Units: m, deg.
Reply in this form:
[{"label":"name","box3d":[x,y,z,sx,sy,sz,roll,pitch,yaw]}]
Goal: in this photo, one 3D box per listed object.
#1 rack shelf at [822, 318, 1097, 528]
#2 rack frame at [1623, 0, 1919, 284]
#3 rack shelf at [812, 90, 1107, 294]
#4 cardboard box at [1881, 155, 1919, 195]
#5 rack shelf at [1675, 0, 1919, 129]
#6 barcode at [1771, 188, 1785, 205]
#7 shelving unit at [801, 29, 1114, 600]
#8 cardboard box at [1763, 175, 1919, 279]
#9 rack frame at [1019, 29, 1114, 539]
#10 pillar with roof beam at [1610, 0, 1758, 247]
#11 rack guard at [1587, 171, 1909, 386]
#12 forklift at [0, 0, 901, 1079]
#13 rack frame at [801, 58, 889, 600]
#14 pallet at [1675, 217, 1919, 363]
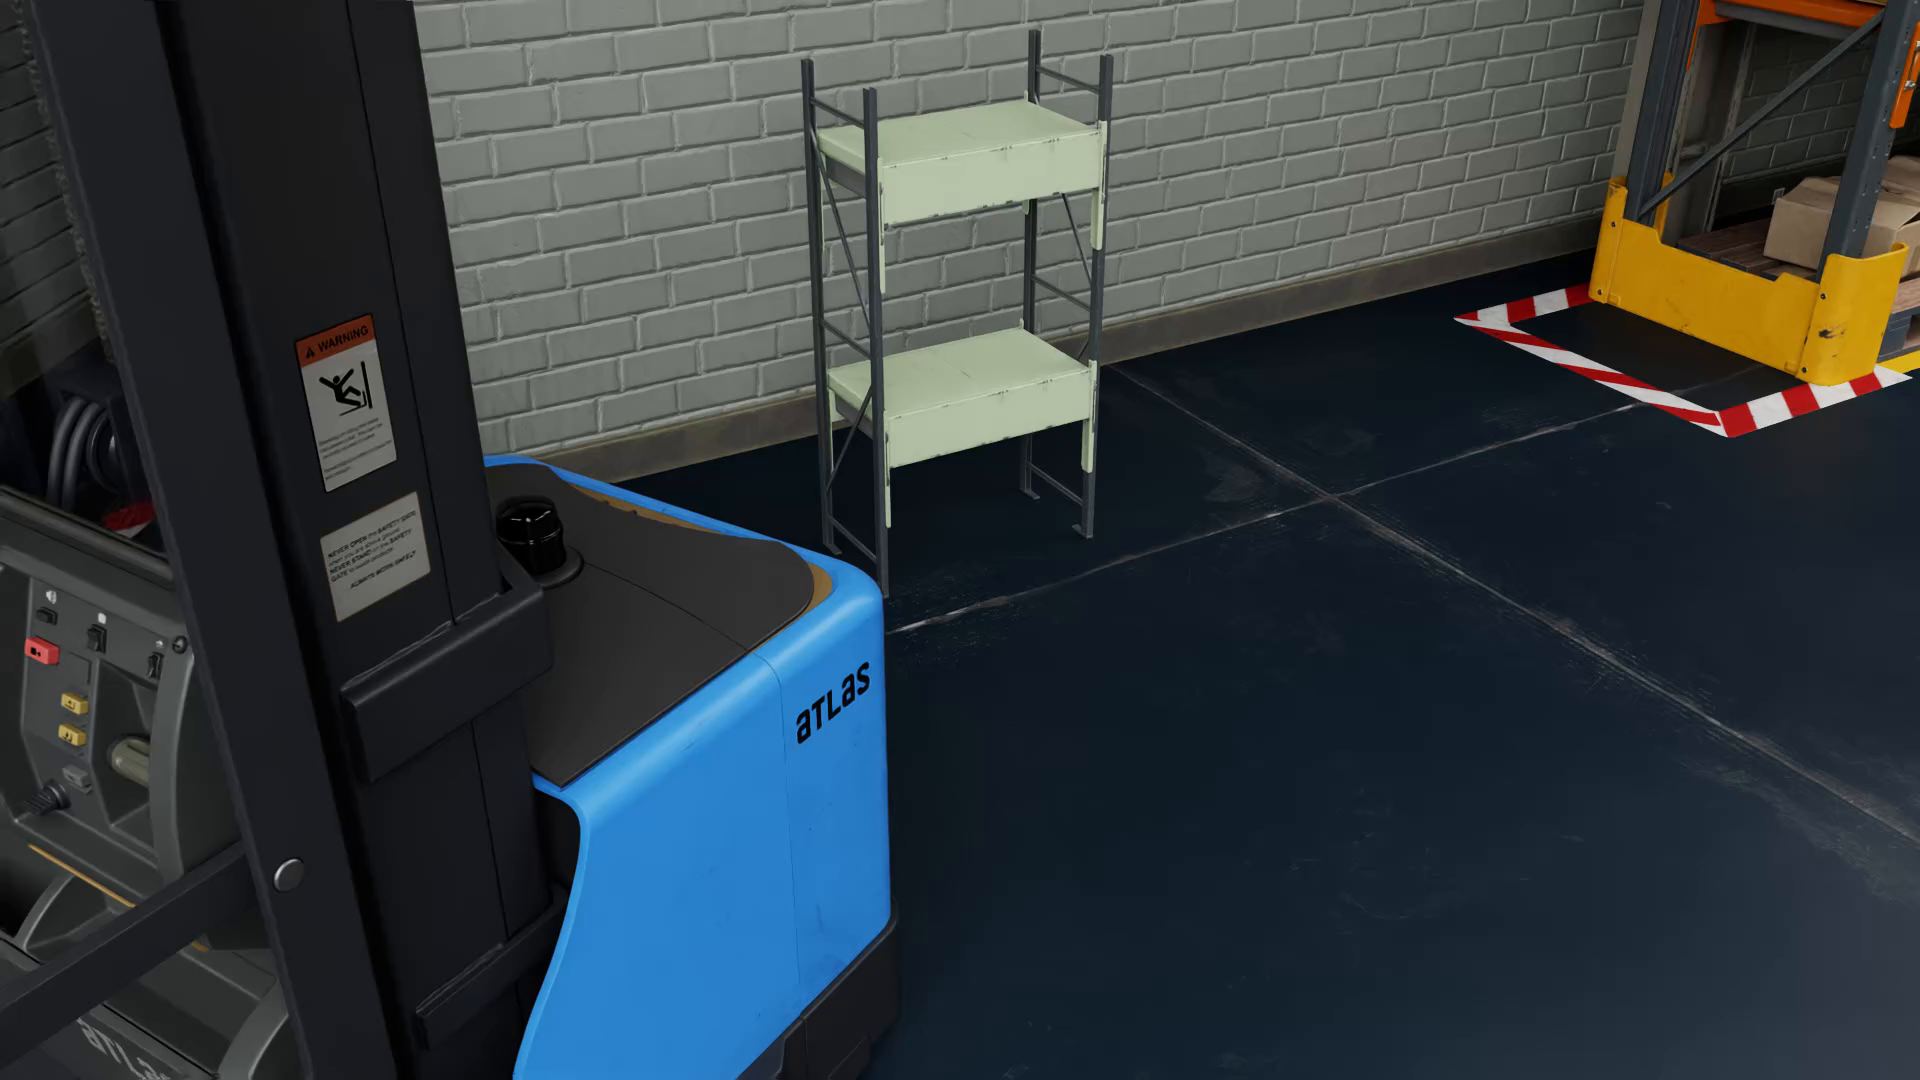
[{"label":"rack shelf","box3d":[-0.006,-0.370,5.042,0.720,0.370,0.431,-16,33,-26]},{"label":"rack frame","box3d":[3.055,-2.152,6.045,0.127,3.000,1.000,-16,33,-26]},{"label":"rack shelf","box3d":[-0.006,-0.997,4.696,0.720,0.370,0.431,-16,33,-26]},{"label":"cardboard box","box3d":[4.189,-1.439,7.080,0.500,0.311,0.500,-13,31,-22]},{"label":"rack shelf","box3d":[4.780,-2.327,7.106,4.000,0.370,1.077,-16,33,-26]},{"label":"barcode","box3d":[3.510,-1.474,7.135,0.075,0.075,0.001,-16,33,-26]},{"label":"shelving unit","box3d":[-0.006,-0.655,4.885,0.755,1.500,0.431,-16,33,-26]},{"label":"cardboard box","box3d":[3.697,-1.299,6.827,0.500,0.311,0.500,-20,35,-32]},{"label":"rack frame","box3d":[0.310,-0.745,5.047,0.023,1.500,0.400,-16,33,-26]},{"label":"pillar with roof beam","box3d":[5.401,-3.517,2.309,0.400,9.000,9.100,-16,33,-26]},{"label":"rack guard","box3d":[3.121,-1.076,6.683,0.348,0.500,1.175,-16,33,-26]},{"label":"forklift","box3d":[-1.337,0.188,1.876,1.130,2.935,3.031,17,33,28]},{"label":"rack frame","box3d":[-0.321,-0.565,4.722,0.023,1.500,0.400,-16,33,-26]},{"label":"pallet","box3d":[3.839,-1.134,7.086,1.213,0.211,1.003,-16,33,-26]}]
